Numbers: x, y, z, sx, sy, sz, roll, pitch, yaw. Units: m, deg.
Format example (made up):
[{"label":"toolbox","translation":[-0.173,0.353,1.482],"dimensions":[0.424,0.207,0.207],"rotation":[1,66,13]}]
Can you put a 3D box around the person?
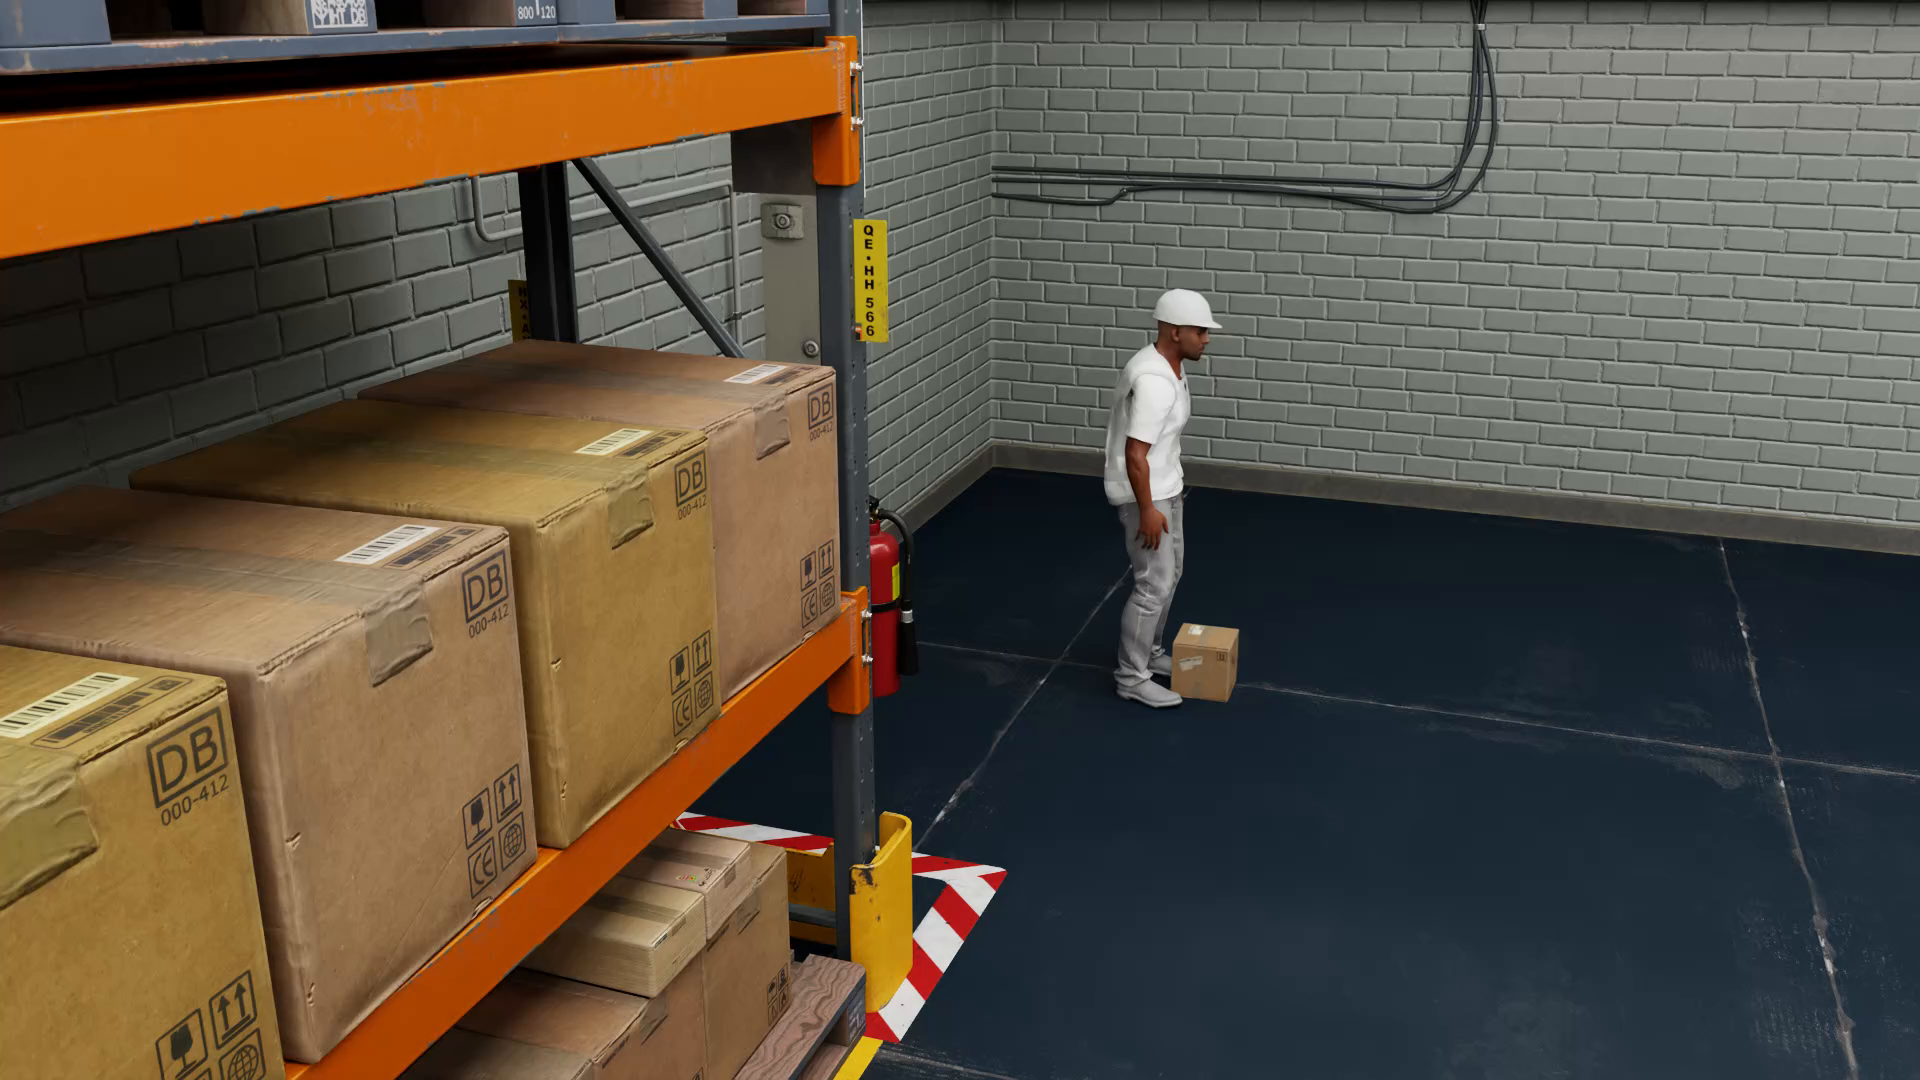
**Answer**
[{"label":"person","translation":[0.852,-0.528,7.015],"dimensions":[0.463,1.063,0.624],"rotation":[5,19,16]}]
